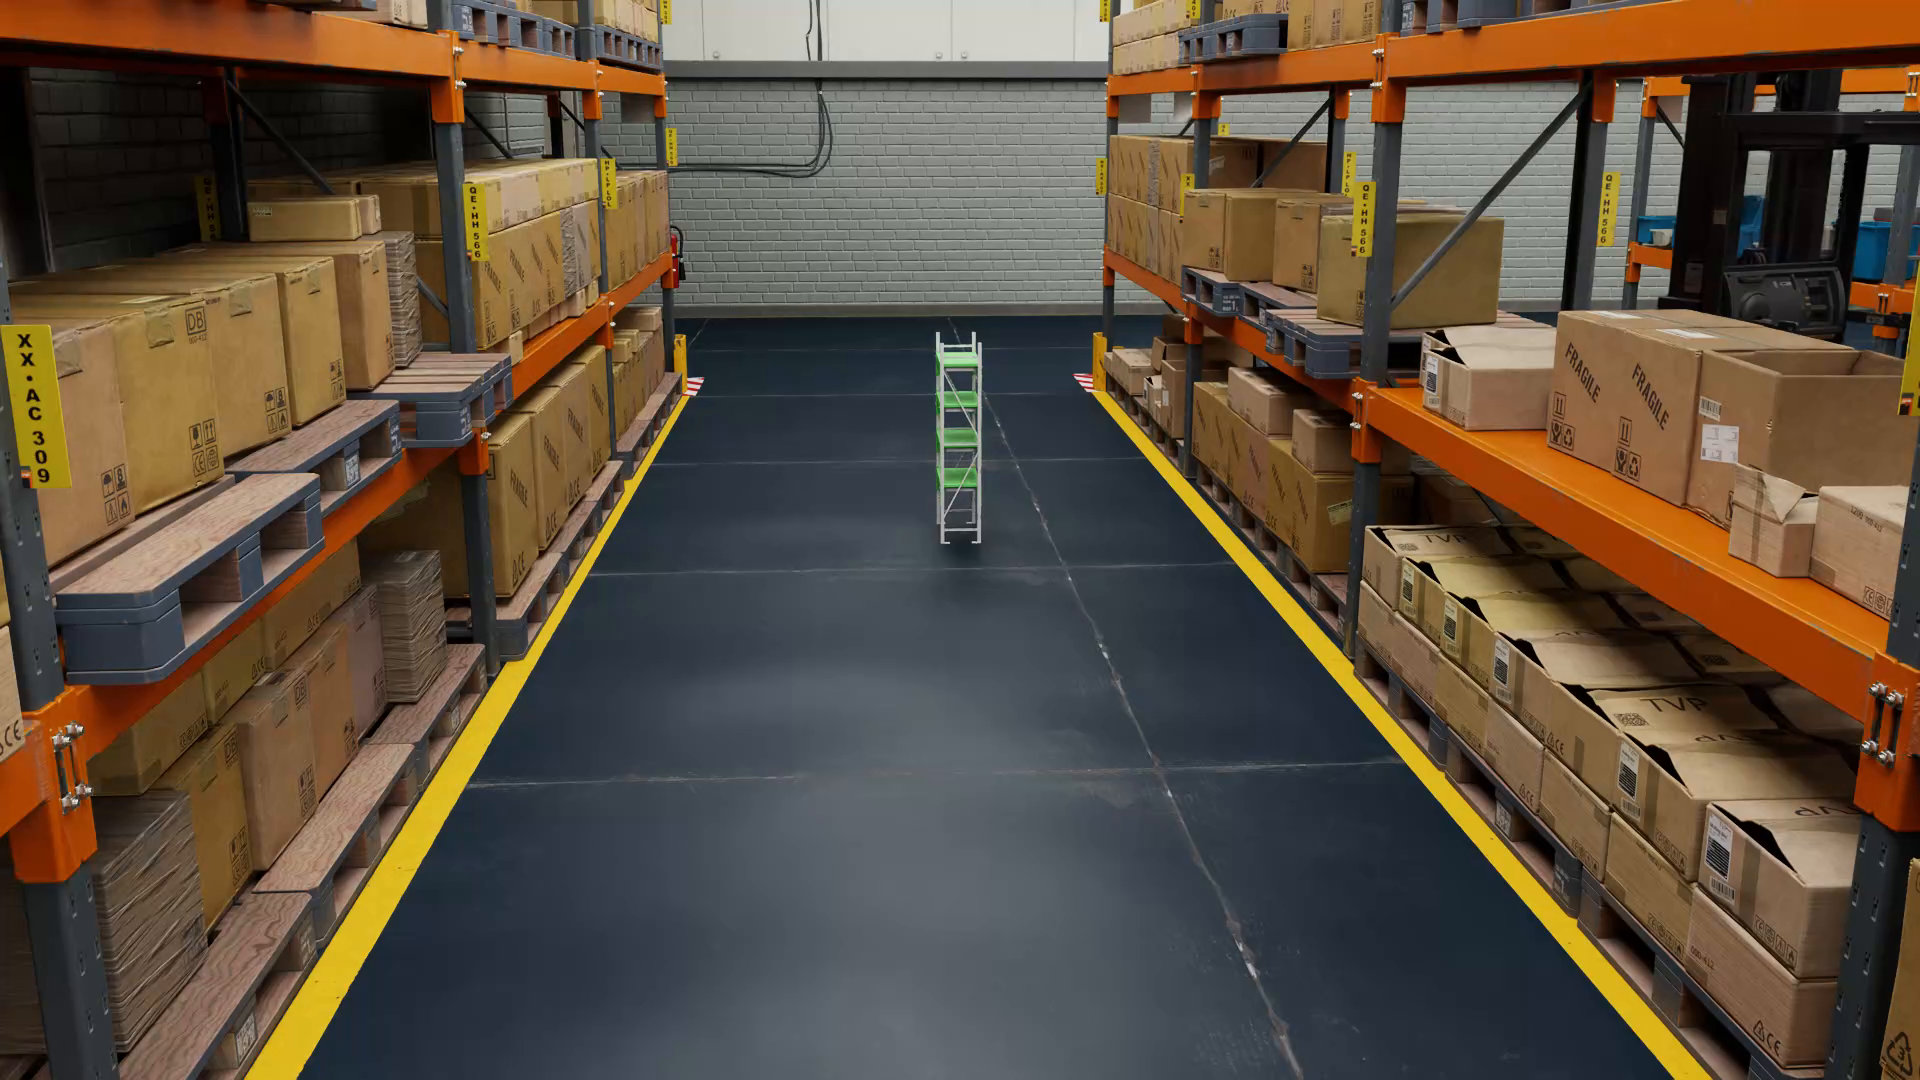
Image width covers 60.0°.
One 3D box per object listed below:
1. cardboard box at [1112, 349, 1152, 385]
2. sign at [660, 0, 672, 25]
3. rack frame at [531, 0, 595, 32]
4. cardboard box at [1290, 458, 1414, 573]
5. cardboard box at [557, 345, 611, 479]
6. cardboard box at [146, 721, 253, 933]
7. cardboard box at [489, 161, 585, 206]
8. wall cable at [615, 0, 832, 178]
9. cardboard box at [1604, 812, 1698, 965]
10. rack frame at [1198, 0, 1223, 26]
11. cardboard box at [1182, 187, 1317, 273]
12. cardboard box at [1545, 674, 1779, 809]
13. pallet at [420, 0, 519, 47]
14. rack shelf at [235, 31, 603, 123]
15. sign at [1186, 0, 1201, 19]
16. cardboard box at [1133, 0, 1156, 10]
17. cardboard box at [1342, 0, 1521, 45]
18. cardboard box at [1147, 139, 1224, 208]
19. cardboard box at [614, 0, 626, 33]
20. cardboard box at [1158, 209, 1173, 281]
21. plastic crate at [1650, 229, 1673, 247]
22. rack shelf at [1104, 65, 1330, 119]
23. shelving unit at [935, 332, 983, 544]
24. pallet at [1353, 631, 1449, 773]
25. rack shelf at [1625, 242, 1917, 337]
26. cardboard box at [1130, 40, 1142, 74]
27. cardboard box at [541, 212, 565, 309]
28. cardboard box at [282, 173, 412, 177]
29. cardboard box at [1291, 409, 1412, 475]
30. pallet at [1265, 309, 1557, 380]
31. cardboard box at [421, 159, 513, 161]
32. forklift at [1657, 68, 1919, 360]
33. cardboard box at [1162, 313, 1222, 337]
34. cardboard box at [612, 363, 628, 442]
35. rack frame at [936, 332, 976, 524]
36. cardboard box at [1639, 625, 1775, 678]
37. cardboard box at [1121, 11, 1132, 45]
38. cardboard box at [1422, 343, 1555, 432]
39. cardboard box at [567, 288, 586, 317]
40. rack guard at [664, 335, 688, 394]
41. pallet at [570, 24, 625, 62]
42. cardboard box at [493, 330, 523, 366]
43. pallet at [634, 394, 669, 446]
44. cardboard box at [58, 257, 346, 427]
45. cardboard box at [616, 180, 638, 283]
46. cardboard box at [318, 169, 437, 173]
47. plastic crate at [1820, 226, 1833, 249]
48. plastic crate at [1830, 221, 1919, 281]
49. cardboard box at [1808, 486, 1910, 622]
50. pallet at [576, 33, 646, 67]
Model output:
[{"bbox_3d":[1.612,-1.511,14.516,0.500,0.250,0.500,-1,14,-3],"label":"cardboard box"},{"bbox_3d":[-2.571,-4.665,14.498,0.100,0.325,0.005,-1,14,-3],"label":"sign"},{"bbox_3d":[-2.865,-4.727,10.339,1.000,3.000,0.127,-1,14,-3],"label":"rack frame"},{"bbox_3d":[2.034,-0.136,8.668,0.500,0.500,0.500,0,14,-1],"label":"cardboard box"},{"bbox_3d":[-2.695,-0.824,10.682,0.750,0.750,0.750,-1,14,-3],"label":"cardboard box"},{"bbox_3d":[-2.514,0.855,4.818,0.700,0.500,0.500,-1,14,-5],"label":"cardboard box"},{"bbox_3d":[-2.559,-2.148,10.010,0.500,0.250,0.500,-1,14,-2],"label":"cardboard box"},{"bbox_3d":[-3.107,-5.630,20.081,3.097,2.526,0.112,-1,14,-3],"label":"wall cable"},{"bbox_3d":[2.230,0.994,4.818,0.500,0.250,0.500,-1,14,-4],"label":"cardboard box"},{"bbox_3d":[2.079,-4.804,10.640,1.000,3.000,0.127,-1,14,-3],"label":"rack frame"},{"bbox_3d":[1.885,-2.030,10.852,0.700,0.500,0.500,-6,16,-22],"label":"cardboard box"},{"bbox_3d":[2.196,0.597,5.235,0.500,0.311,0.500,-1,14,-4],"label":"cardboard box"},{"bbox_3d":[-2.710,-2.347,7.489,1.213,0.211,1.003,0,14,-1],"label":"pallet"},{"bbox_3d":[-2.741,-2.429,8.869,1.077,0.370,4.000,-1,14,-3],"label":"rack shelf"},{"bbox_3d":[1.538,-3.592,10.909,0.100,0.325,0.005,-1,14,-3],"label":"sign"},{"bbox_3d":[1.826,-4.626,13.759,0.700,0.500,0.500,-1,14,-3],"label":"cardboard box"},{"bbox_3d":[2.266,-2.513,7.555,0.910,0.500,0.500,-1,14,-3],"label":"cardboard box"},{"bbox_3d":[1.723,-2.806,12.706,0.500,0.500,0.500,-1,14,-3],"label":"cardboard box"},{"bbox_3d":[-2.662,-3.756,11.844,0.500,0.250,0.500,-1,14,-5],"label":"cardboard box"},{"bbox_3d":[1.758,-2.196,12.341,0.500,0.500,0.500,0,14,-2],"label":"cardboard box"},{"bbox_3d":[6.399,-2.723,15.000,0.250,0.136,0.298,-1,14,-3],"label":"plastic crate"},{"bbox_3d":[1.955,-3.501,13.037,1.077,0.370,4.000,-1,14,-3],"label":"rack shelf"},{"bbox_3d":[-0.010,-0.622,10.037,0.258,1.200,0.503,-1,14,-3],"label":"shelving unit"},{"bbox_3d":[2.339,0.651,7.071,1.003,0.211,1.213,-1,14,-3],"label":"pallet"},{"bbox_3d":[6.899,-2.124,13.704,1.077,0.370,4.000,-1,14,-3],"label":"rack shelf"},{"bbox_3d":[1.660,-3.893,13.420,0.500,0.250,0.500,-1,14,-3],"label":"cardboard box"},{"bbox_3d":[-2.485,-1.537,9.143,0.500,0.500,0.500,0,14,-2],"label":"cardboard box"},{"bbox_3d":[-2.933,-1.630,7.999,0.500,0.250,0.500,-1,14,-5],"label":"cardboard box"},{"bbox_3d":[2.027,-0.513,8.629,0.500,0.250,0.500,0,14,-1],"label":"cardboard box"},{"bbox_3d":[2.214,-0.979,8.196,1.213,0.211,1.003,-1,14,-3],"label":"pallet"},{"bbox_3d":[-3.097,-2.269,10.481,0.500,0.250,0.500,0,14,-2],"label":"cardboard box"},{"bbox_3d":[5.001,-1.435,9.722,1.130,2.935,3.031,-6,16,-22],"label":"forklift"},{"bbox_3d":[2.110,-1.765,15.000,0.500,0.500,0.500,-1,14,-3],"label":"cardboard box"},{"bbox_3d":[-2.809,-1.002,12.075,0.700,0.500,0.500,-1,14,-3],"label":"cardboard box"},{"bbox_3d":[-0.025,-0.683,10.273,0.240,1.200,0.015,-1,14,-3],"label":"rack frame"},{"bbox_3d":[2.701,0.458,5.776,0.500,0.311,0.500,0,14,-2],"label":"cardboard box"},{"bbox_3d":[1.627,-4.260,13.841,0.500,0.250,0.500,-1,14,-3],"label":"cardboard box"},{"bbox_3d":[2.189,-0.636,6.656,0.500,0.311,0.500,-1,14,-4],"label":"cardboard box"},{"bbox_3d":[-2.476,-1.438,10.058,0.380,0.149,0.250,-1,14,-3],"label":"cardboard box"},{"bbox_3d":[-3.115,-1.612,15.288,1.175,0.500,0.348,-1,14,-3],"label":"rack guard"},{"bbox_3d":[-2.906,-3.435,11.516,1.003,0.211,1.213,-1,14,-3],"label":"pallet"},{"bbox_3d":[-2.346,-0.931,8.087,0.380,0.149,0.250,0,14,-2],"label":"cardboard box"},{"bbox_3d":[-2.913,-0.966,13.356,1.003,0.211,1.213,-1,14,-3],"label":"pallet"},{"bbox_3d":[-2.479,-0.662,5.496,0.700,0.500,0.500,-1,14,-3],"label":"cardboard box"},{"bbox_3d":[-2.922,-2.284,12.281,0.980,0.700,0.700,-1,14,-5],"label":"cardboard box"},{"bbox_3d":[-2.961,-1.758,8.495,0.500,0.250,0.500,-1,14,-5],"label":"cardboard box"},{"bbox_3d":[7.112,-2.329,13.176,0.437,0.282,0.530,-1,14,-3],"label":"plastic crate"},{"bbox_3d":[6.653,-2.107,12.107,0.392,0.384,0.575,-1,14,-3],"label":"plastic crate"},{"bbox_3d":[2.500,0.041,4.147,0.500,0.250,0.500,0,14,0],"label":"cardboard box"},{"bbox_3d":[-2.978,-3.738,12.692,1.003,0.211,1.213,-1,14,-3],"label":"pallet"}]
